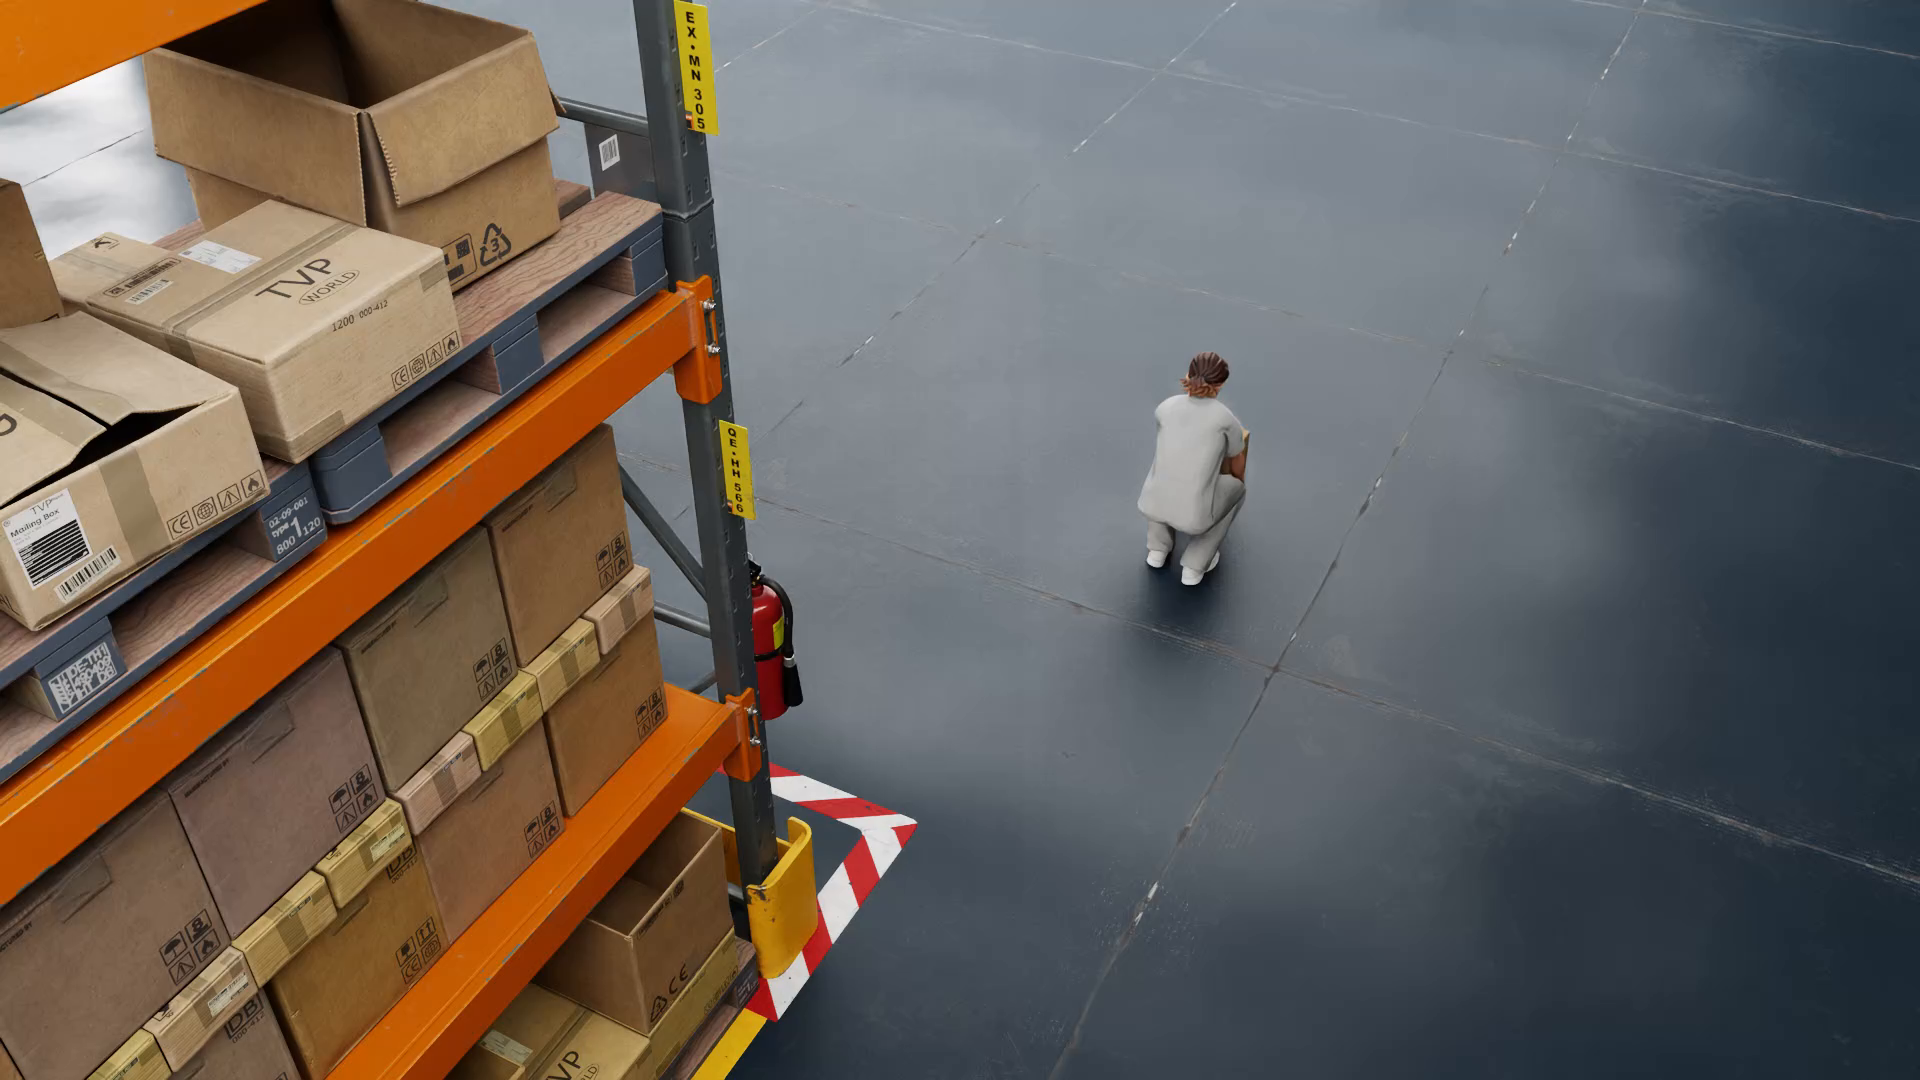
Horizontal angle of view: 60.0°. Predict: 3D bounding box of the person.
[{"bbox_3d":[1.092,-0.320,7.793,0.467,0.901,0.802,17,41,20],"label":"person"}]
